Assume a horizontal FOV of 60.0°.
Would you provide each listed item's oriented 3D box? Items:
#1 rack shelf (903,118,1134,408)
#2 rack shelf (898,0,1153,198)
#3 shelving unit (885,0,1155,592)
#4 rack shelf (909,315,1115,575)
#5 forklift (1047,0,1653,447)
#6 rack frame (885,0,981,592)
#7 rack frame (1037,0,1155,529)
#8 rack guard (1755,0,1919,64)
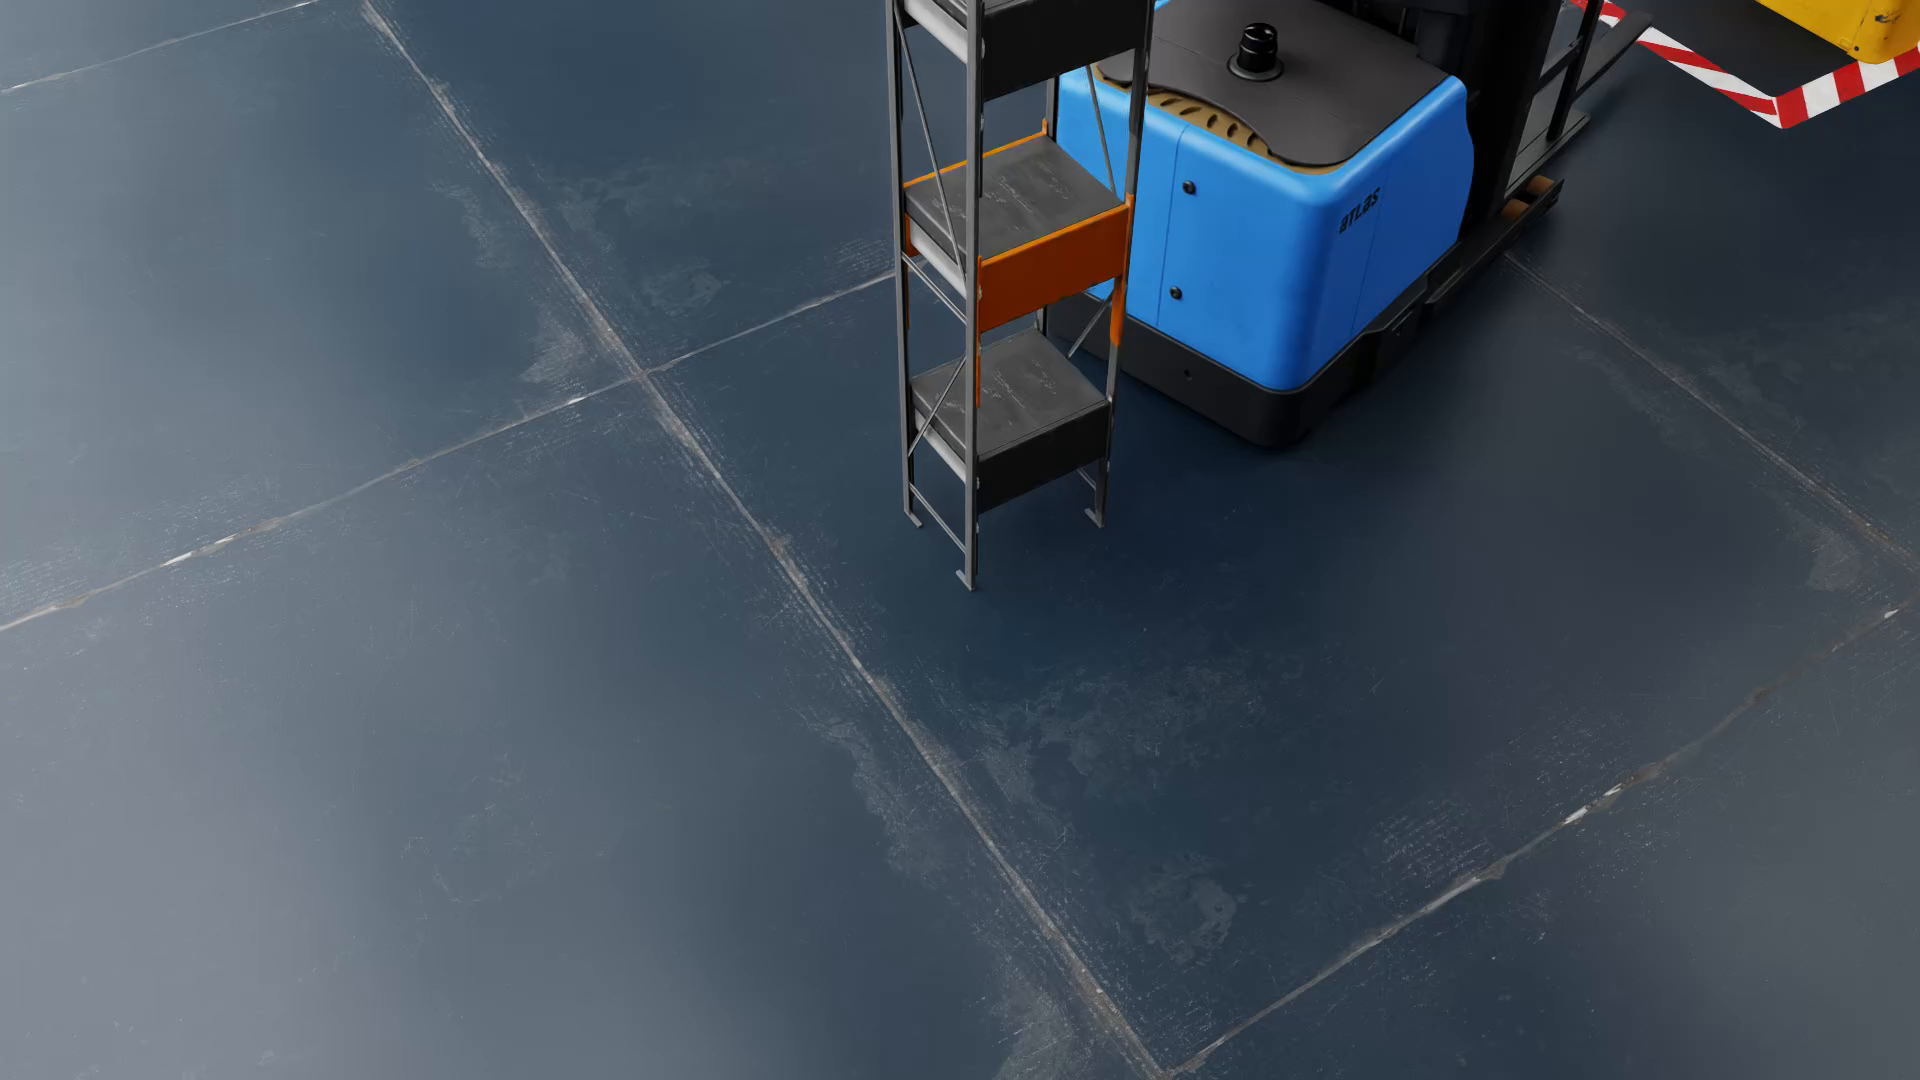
[{"bbox_3d":[0.140,-0.755,4.535,0.480,0.518,0.431,-25,53,-21],"label":"rack shelf"},{"bbox_3d":[0.140,-1.221,4.012,0.480,0.518,0.431,-25,53,-21],"label":"rack shelf"},{"bbox_3d":[0.140,-0.764,4.525,0.503,2.100,0.431,-25,53,-21],"label":"shelving unit"},{"bbox_3d":[0.140,-0.290,5.058,0.480,0.518,0.431,-25,53,-21],"label":"rack shelf"},{"bbox_3d":[1.627,-2.306,5.341,1.130,2.935,3.031,33,56,26],"label":"forklift"},{"bbox_3d":[-0.066,-0.667,4.438,0.015,2.100,0.400,-25,53,-21],"label":"rack frame"},{"bbox_3d":[0.346,-0.861,4.611,0.015,2.100,0.400,-25,53,-21],"label":"rack frame"},{"bbox_3d":[3.687,-2.600,7.231,0.348,0.500,1.175,-25,53,-21],"label":"rack guard"}]
